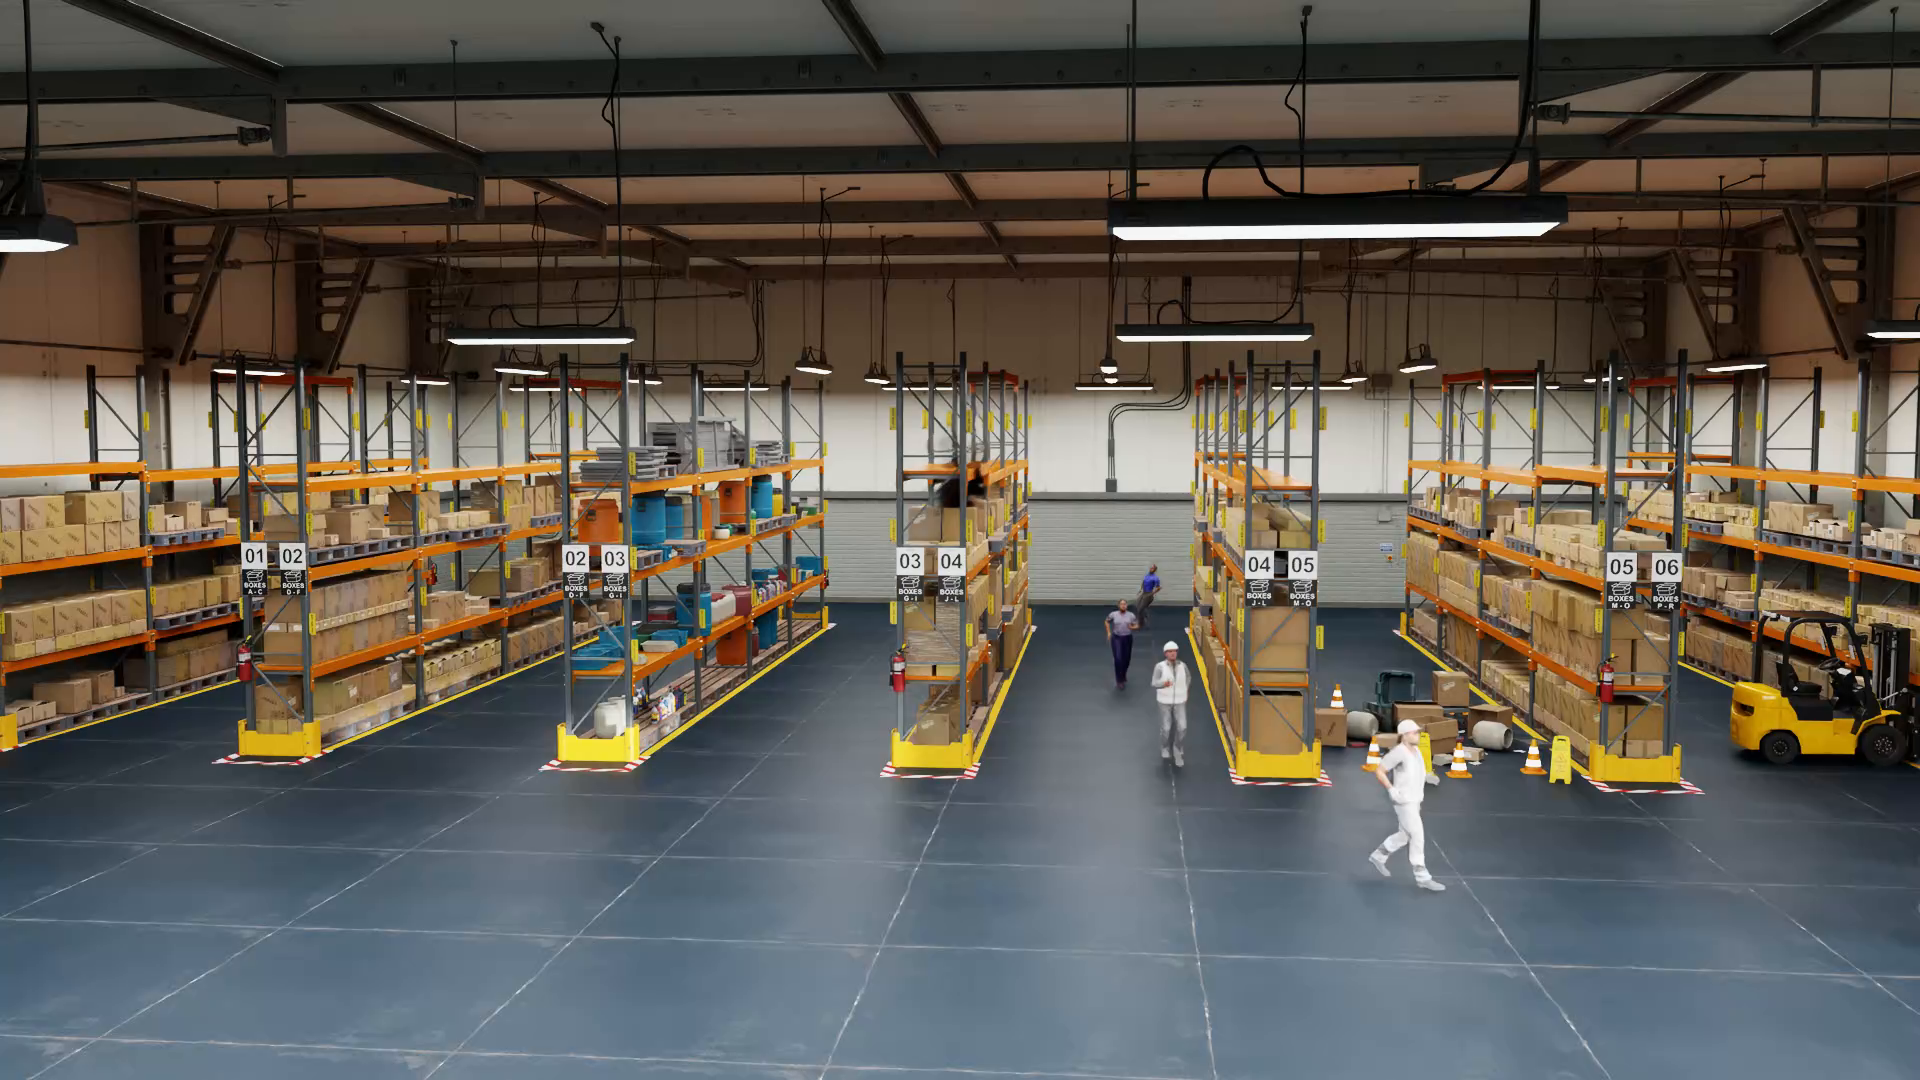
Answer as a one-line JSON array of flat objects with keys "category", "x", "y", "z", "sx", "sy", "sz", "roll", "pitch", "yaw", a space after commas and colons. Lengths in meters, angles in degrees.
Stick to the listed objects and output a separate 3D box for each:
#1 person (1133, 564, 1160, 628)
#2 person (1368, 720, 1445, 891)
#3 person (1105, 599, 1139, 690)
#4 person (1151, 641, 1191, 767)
[{"category": "person", "x": 4.488, "y": 1.359, "z": 40.163, "sx": 0.486, "sy": 1.565, "sz": 0.663, "roll": -2, "pitch": 5, "yaw": -27}, {"category": "person", "x": 4.809, "y": 2.811, "z": 17.870, "sx": 0.902, "sy": 1.777, "sz": 0.667, "roll": 3, "pitch": 5, "yaw": 37}, {"category": "person", "x": 3.061, "y": 1.938, "z": 31.369, "sx": 0.594, "sy": 1.671, "sz": 0.895, "roll": 0, "pitch": 4, "yaw": -6}, {"category": "person", "x": 3.103, "y": 2.398, "z": 24.299, "sx": 0.637, "sy": 1.826, "sz": 0.713, "roll": 0, "pitch": 4, "yaw": -3}]
